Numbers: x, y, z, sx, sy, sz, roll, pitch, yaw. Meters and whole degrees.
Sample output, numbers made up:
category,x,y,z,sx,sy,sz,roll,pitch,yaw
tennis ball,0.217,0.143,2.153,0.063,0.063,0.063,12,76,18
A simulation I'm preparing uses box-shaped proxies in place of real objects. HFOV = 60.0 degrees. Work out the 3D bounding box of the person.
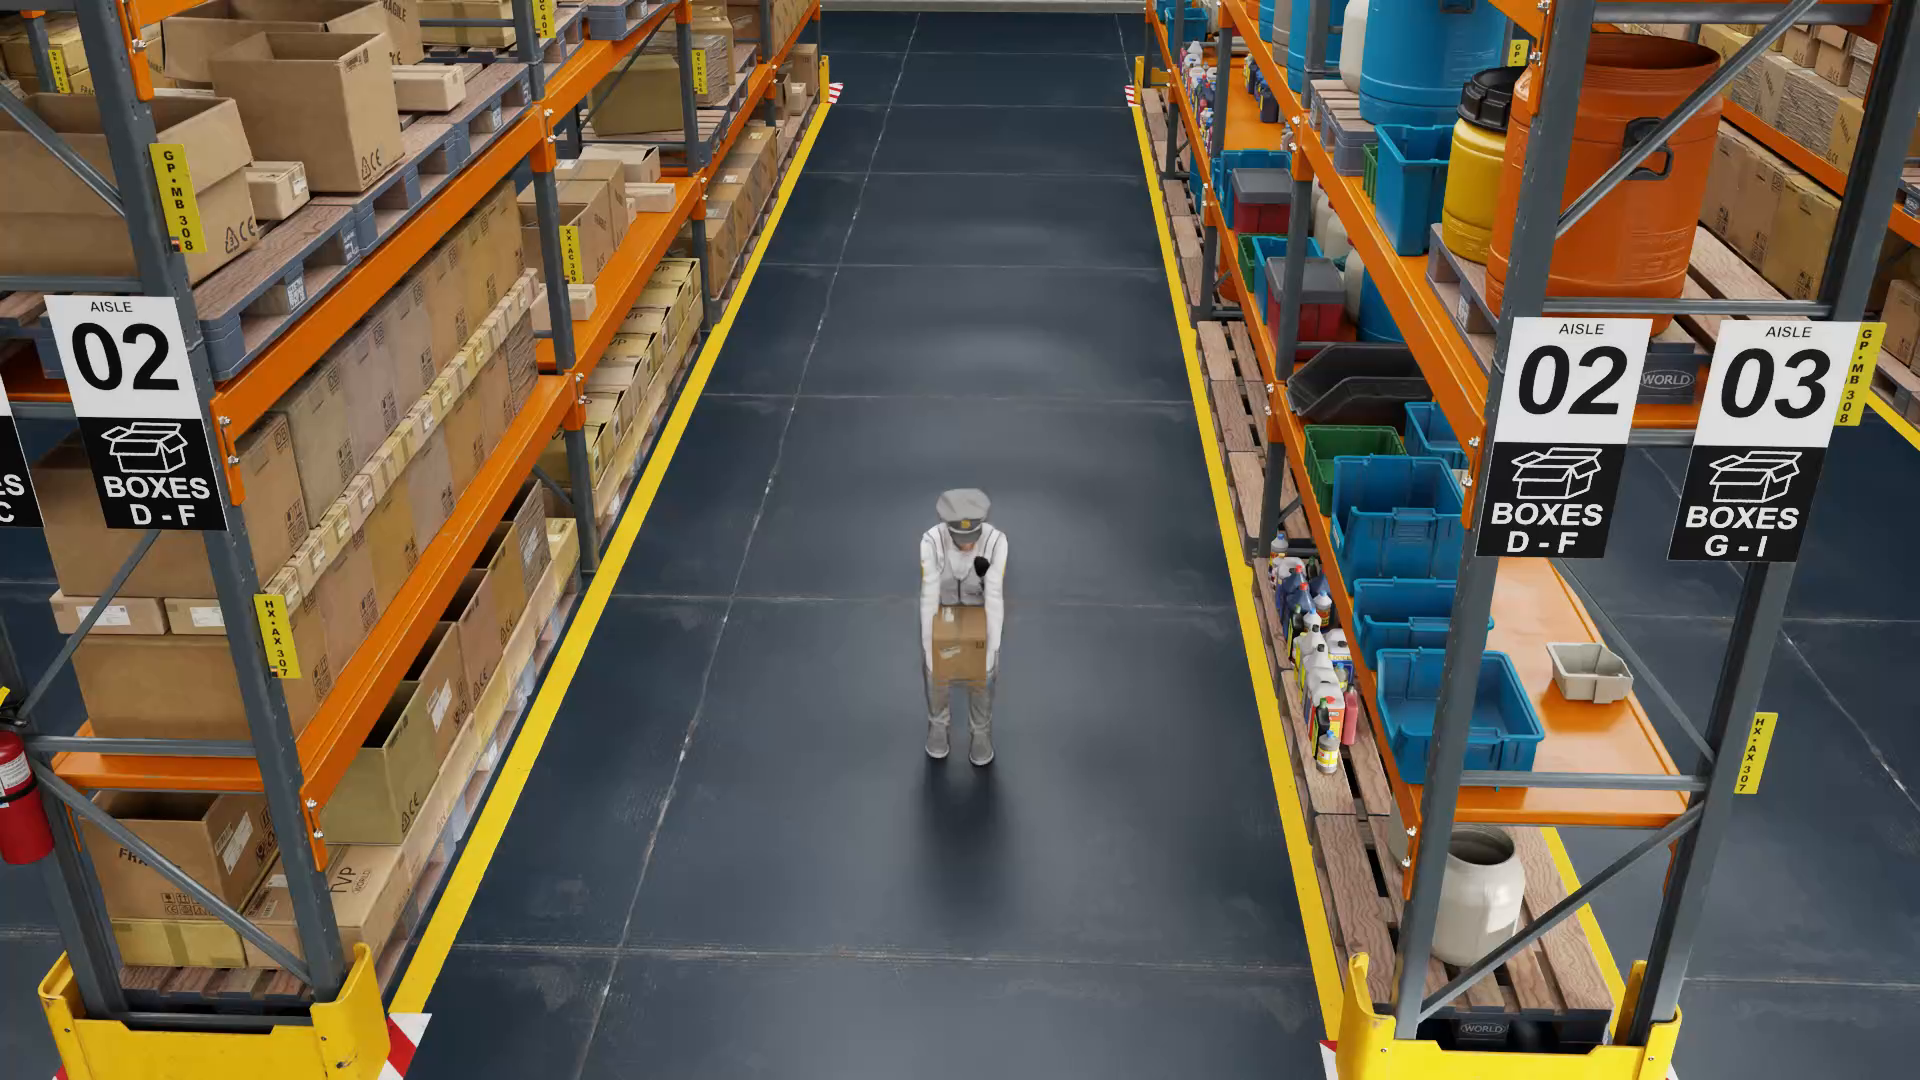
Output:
category,x,y,z,sx,sy,sz,roll,pitch,yaw
person,0.016,0.404,7.994,0.413,1.552,0.647,0,28,1
